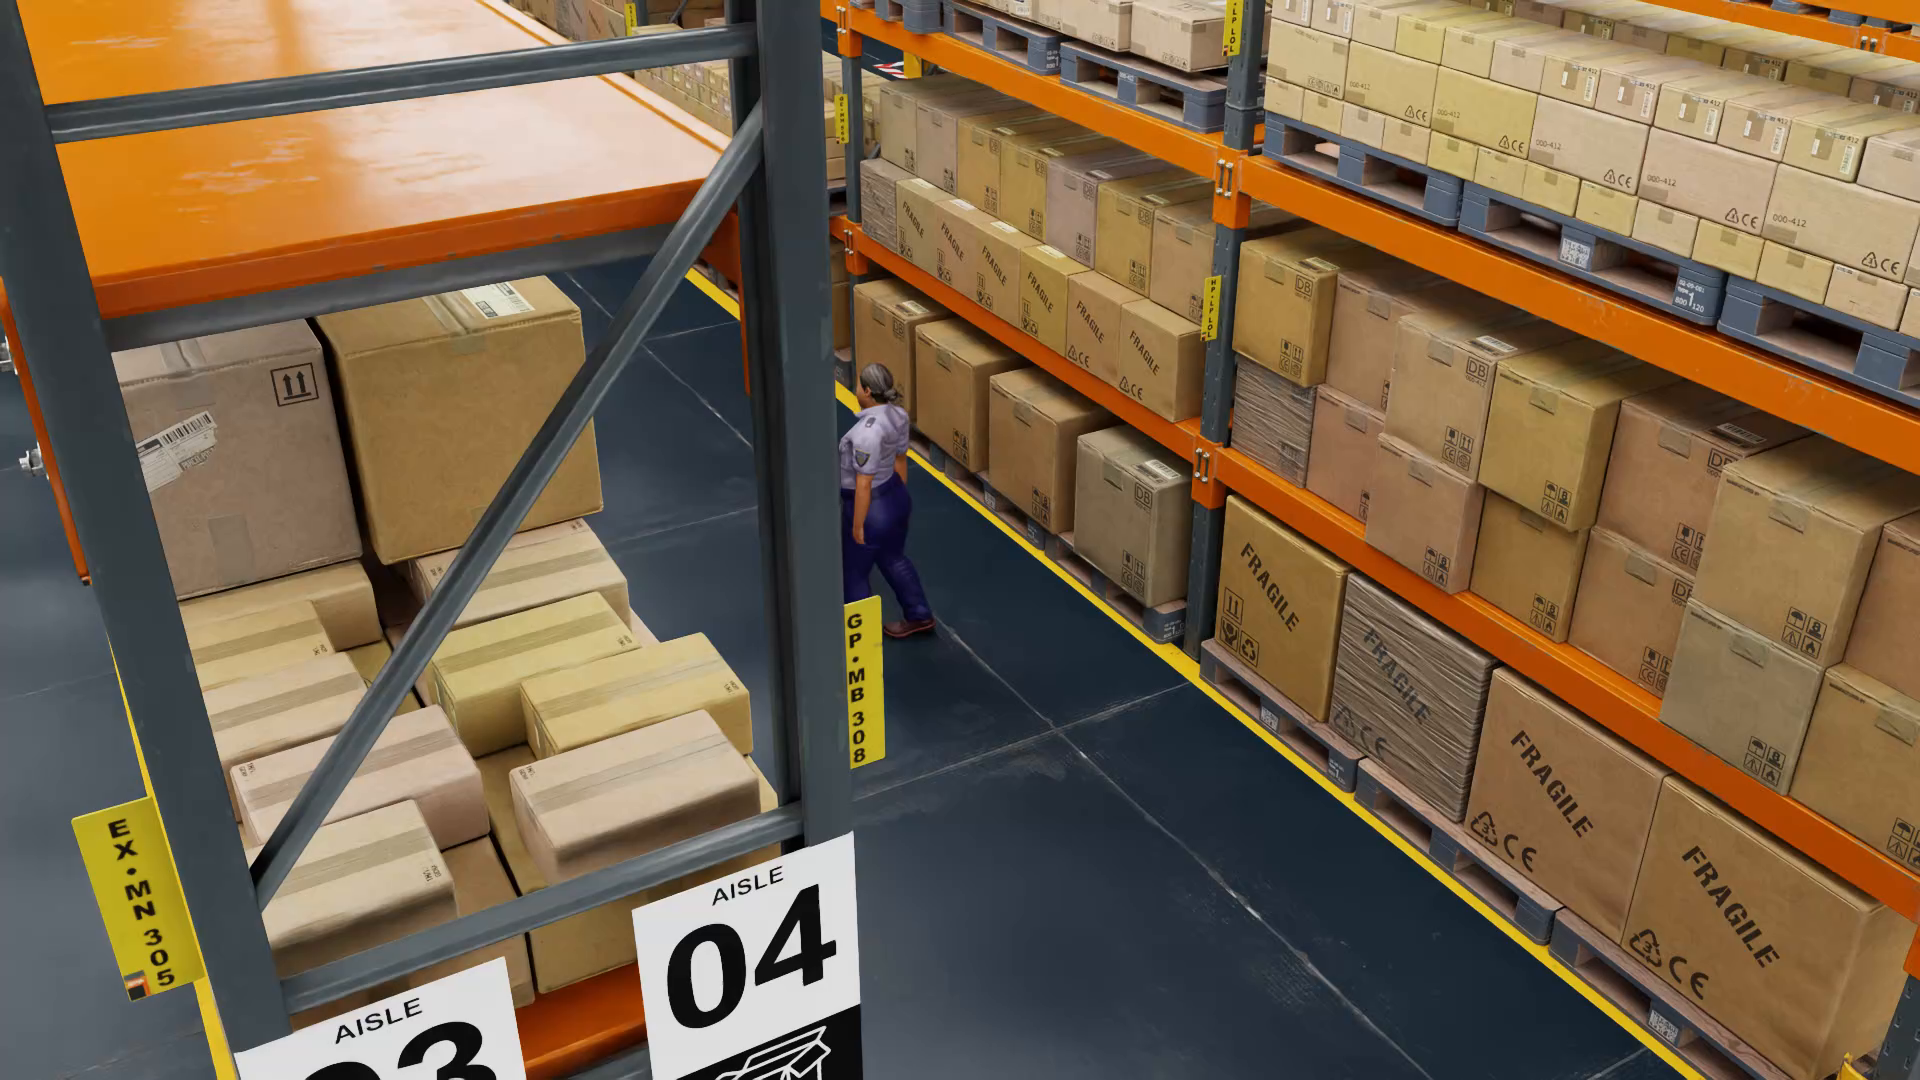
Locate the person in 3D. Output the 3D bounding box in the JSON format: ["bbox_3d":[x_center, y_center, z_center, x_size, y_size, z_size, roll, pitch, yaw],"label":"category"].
[{"bbox_3d":[-0.475,-0.165,8.852,0.574,1.642,0.483,12,31,20],"label":"person"}]
